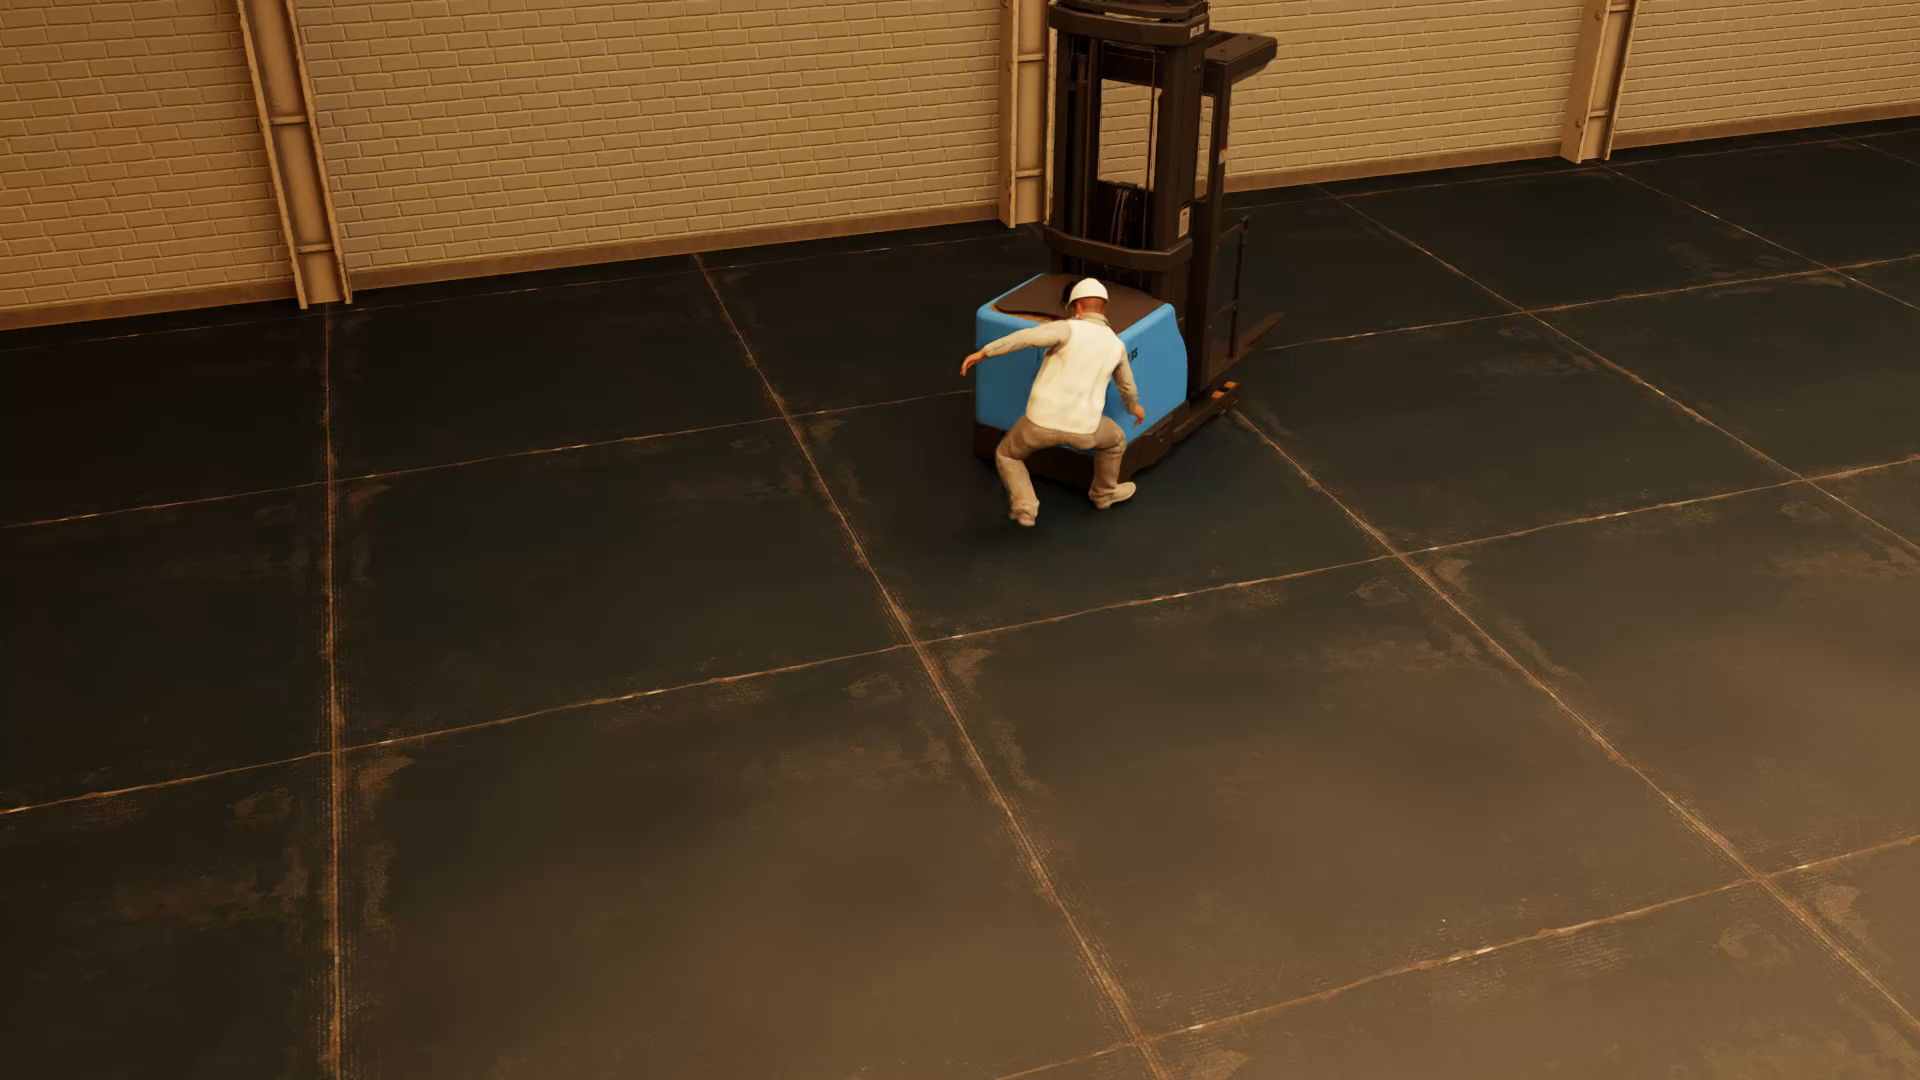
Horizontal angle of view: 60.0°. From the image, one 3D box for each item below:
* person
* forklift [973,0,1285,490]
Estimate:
[{"bbox_3d":[0.565,-0.745,9.833,1.148,1.505,0.682,-2,30,-3],"label":"person"},{"bbox_3d":[1.328,-2.257,11.009,1.130,2.935,3.031,19,35,29],"label":"forklift"}]
